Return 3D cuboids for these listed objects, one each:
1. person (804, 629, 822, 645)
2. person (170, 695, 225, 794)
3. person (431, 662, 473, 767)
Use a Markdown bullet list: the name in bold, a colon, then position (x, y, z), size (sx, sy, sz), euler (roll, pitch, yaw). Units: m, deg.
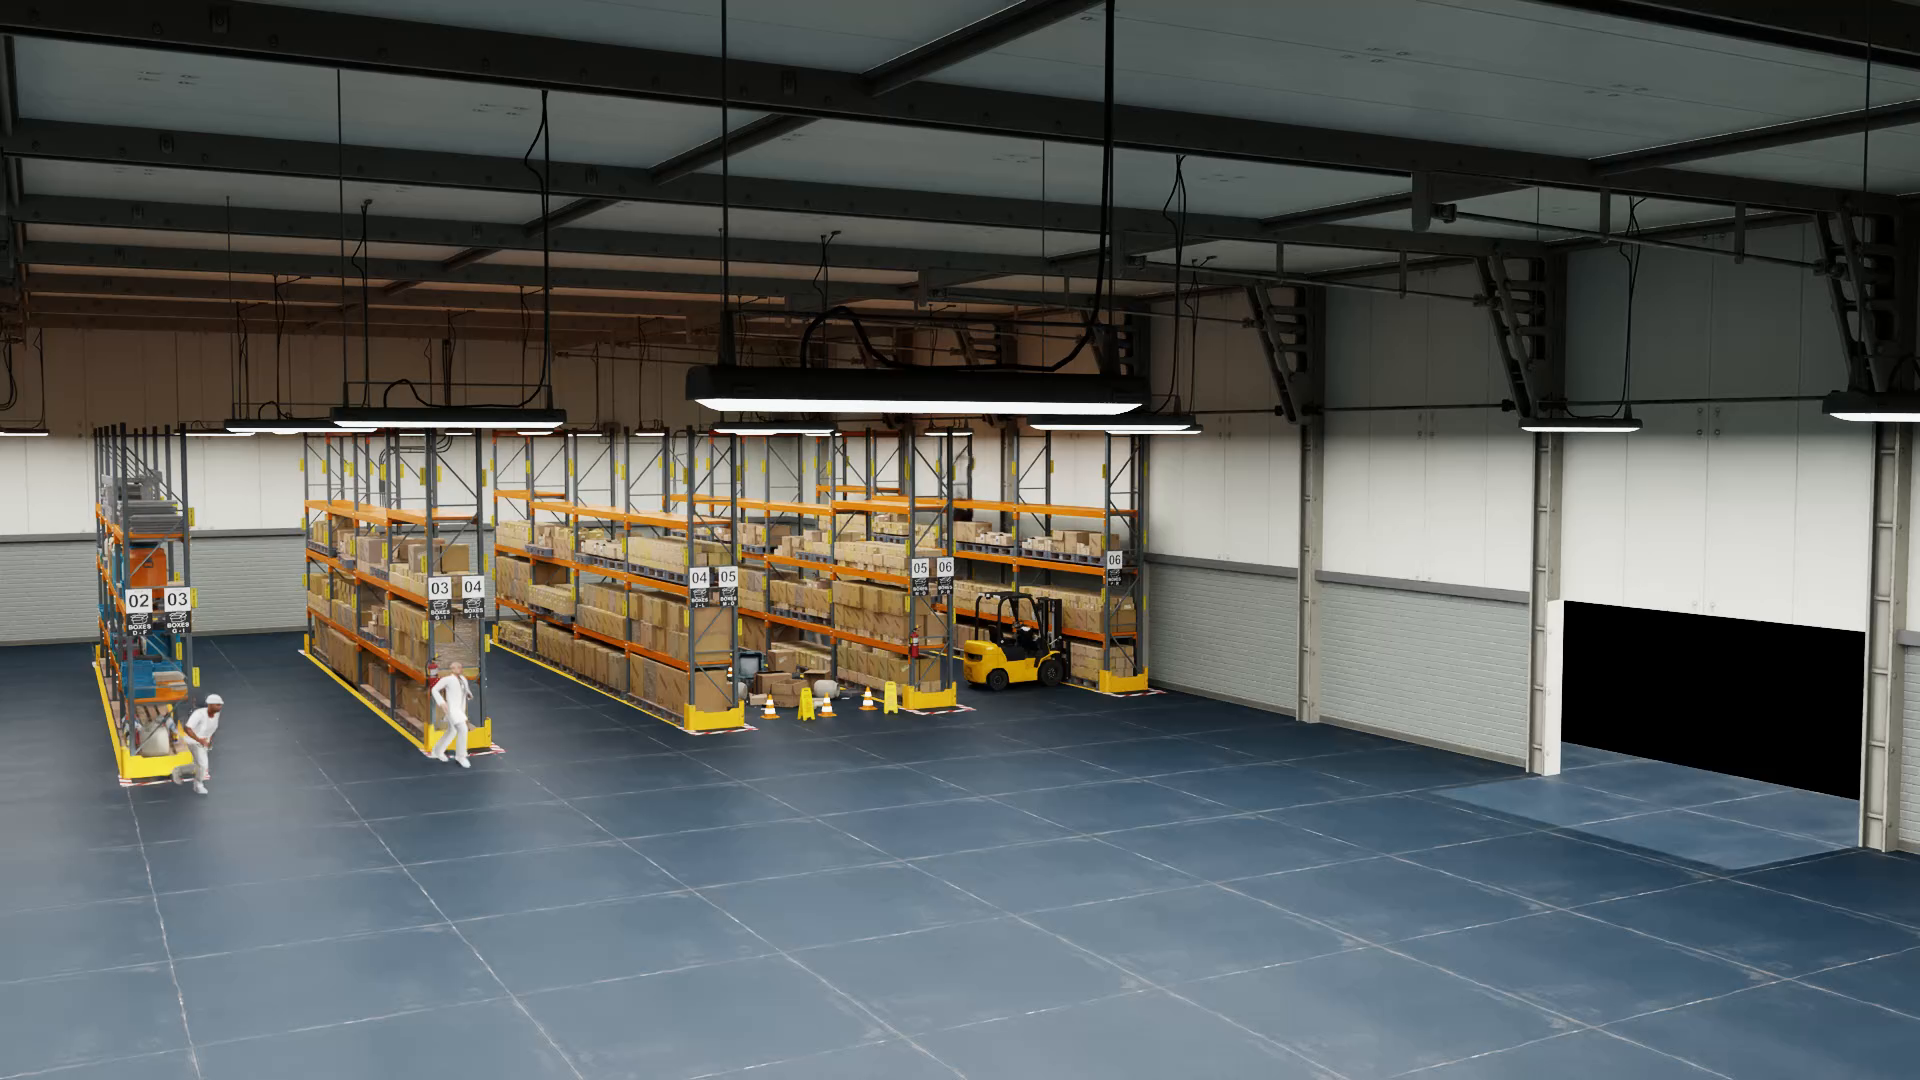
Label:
- **person**: position (-4.055, 2.154, 44.954), size (0.673, 1.774, 0.900), euler (-2, 4, -26)
- **person**: position (-12.358, 3.298, 26.965), size (0.987, 1.621, 0.704), euler (1, 4, 12)
- **person**: position (-8.947, 3.062, 29.357), size (0.855, 1.835, 0.706), euler (1, 4, 11)
